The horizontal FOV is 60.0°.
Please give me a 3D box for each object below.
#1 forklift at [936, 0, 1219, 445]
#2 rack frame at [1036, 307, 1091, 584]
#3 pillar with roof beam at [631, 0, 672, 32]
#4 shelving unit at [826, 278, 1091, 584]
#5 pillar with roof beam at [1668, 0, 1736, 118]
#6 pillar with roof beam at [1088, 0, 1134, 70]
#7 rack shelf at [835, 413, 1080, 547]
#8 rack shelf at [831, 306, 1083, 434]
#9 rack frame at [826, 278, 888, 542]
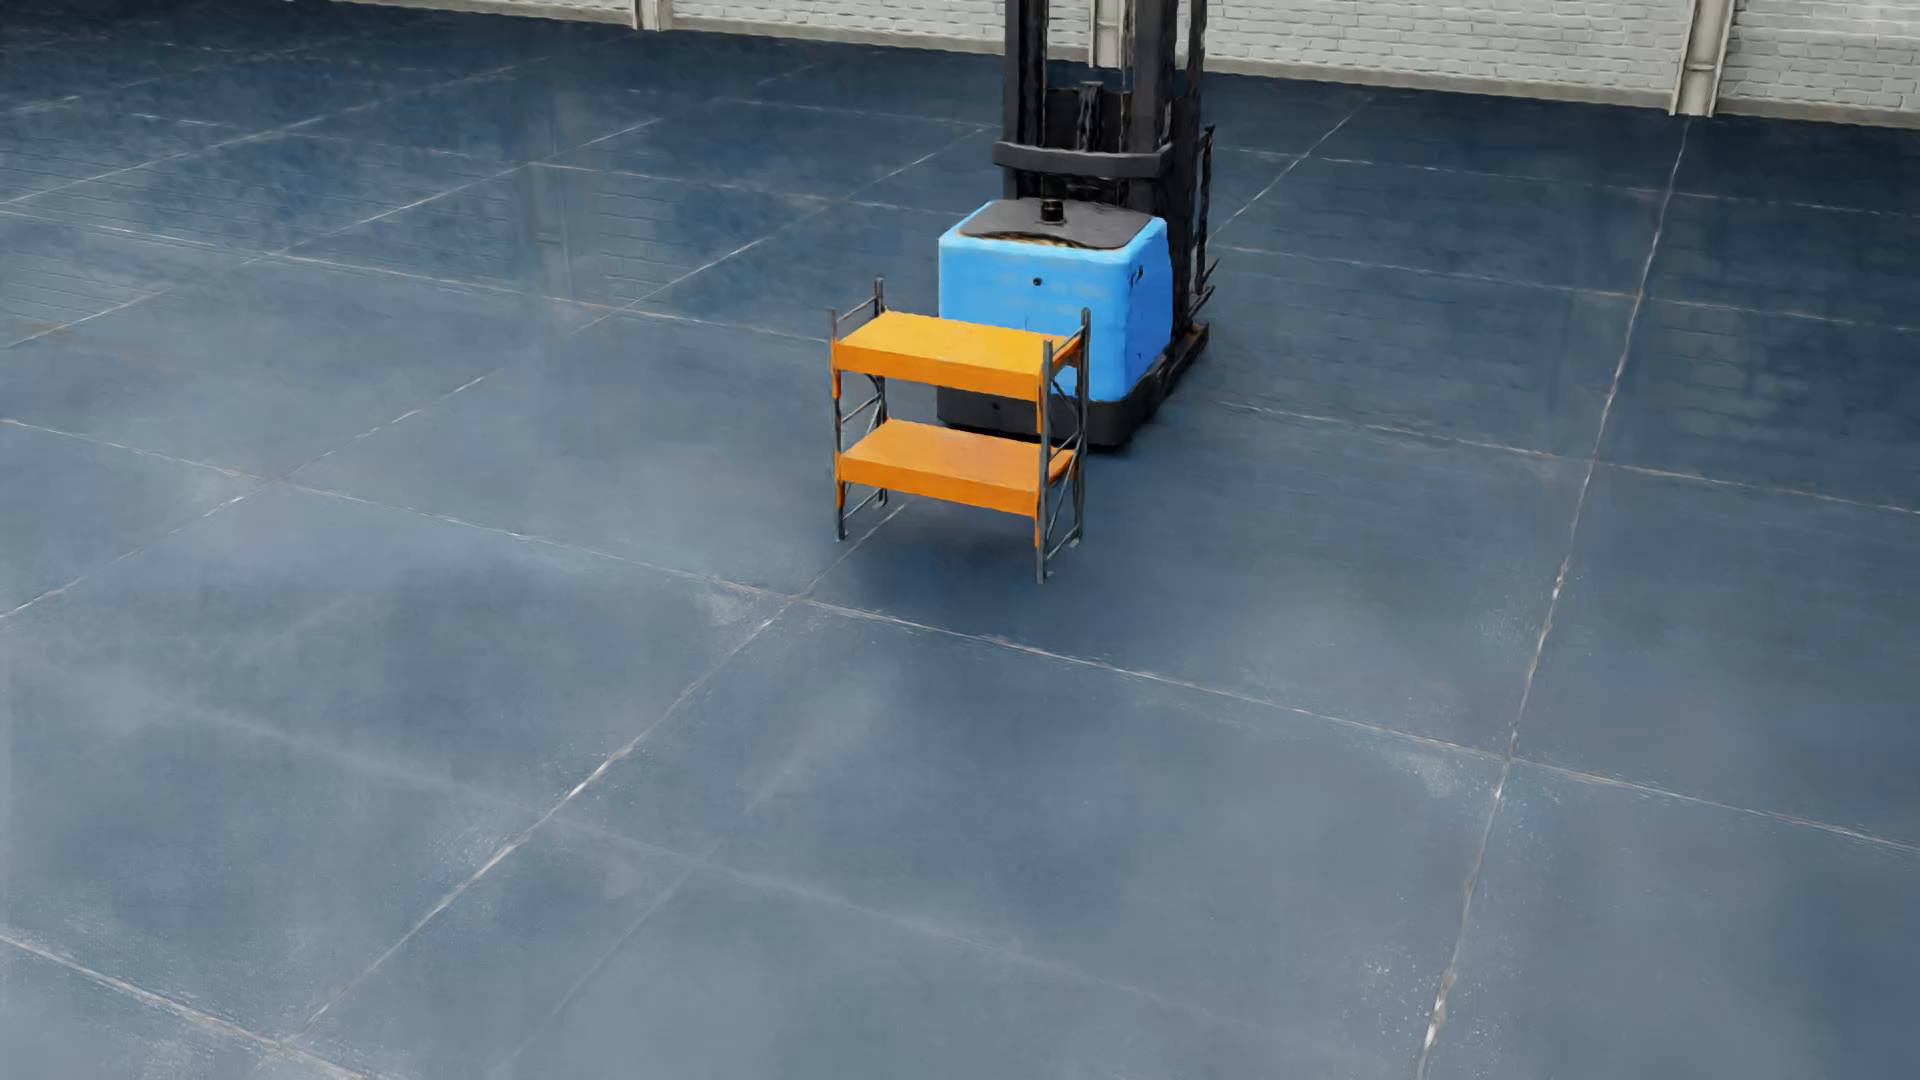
[{"bbox_3d":[0.869,-2.431,9.370,1.130,2.935,3.031,9,28,19],"label":"forklift"},{"bbox_3d":[0.457,-0.413,7.315,0.032,1.125,0.500,11,28,22],"label":"rack frame"},{"bbox_3d":[-5.588,-8.652,15.135,0.400,9.000,9.100,11,28,22],"label":"pillar with roof beam"},{"bbox_3d":[-0.006,-0.506,7.504,1.048,1.125,0.538,11,28,22],"label":"shelving unit"},{"bbox_3d":[5.335,-6.457,10.678,0.400,9.000,9.100,11,28,22],"label":"pillar with roof beam"},{"bbox_3d":[-0.126,-7.555,12.906,0.400,9.000,9.100,11,28,22],"label":"pillar with roof beam"},{"bbox_3d":[-0.006,-0.287,7.612,1.000,0.278,0.538,11,28,22],"label":"rack shelf"},{"bbox_3d":[-0.006,-0.768,7.375,1.000,0.278,0.538,11,28,22],"label":"rack shelf"},{"bbox_3d":[-0.469,-0.599,7.693,0.032,1.125,0.500,11,28,22],"label":"rack frame"}]
